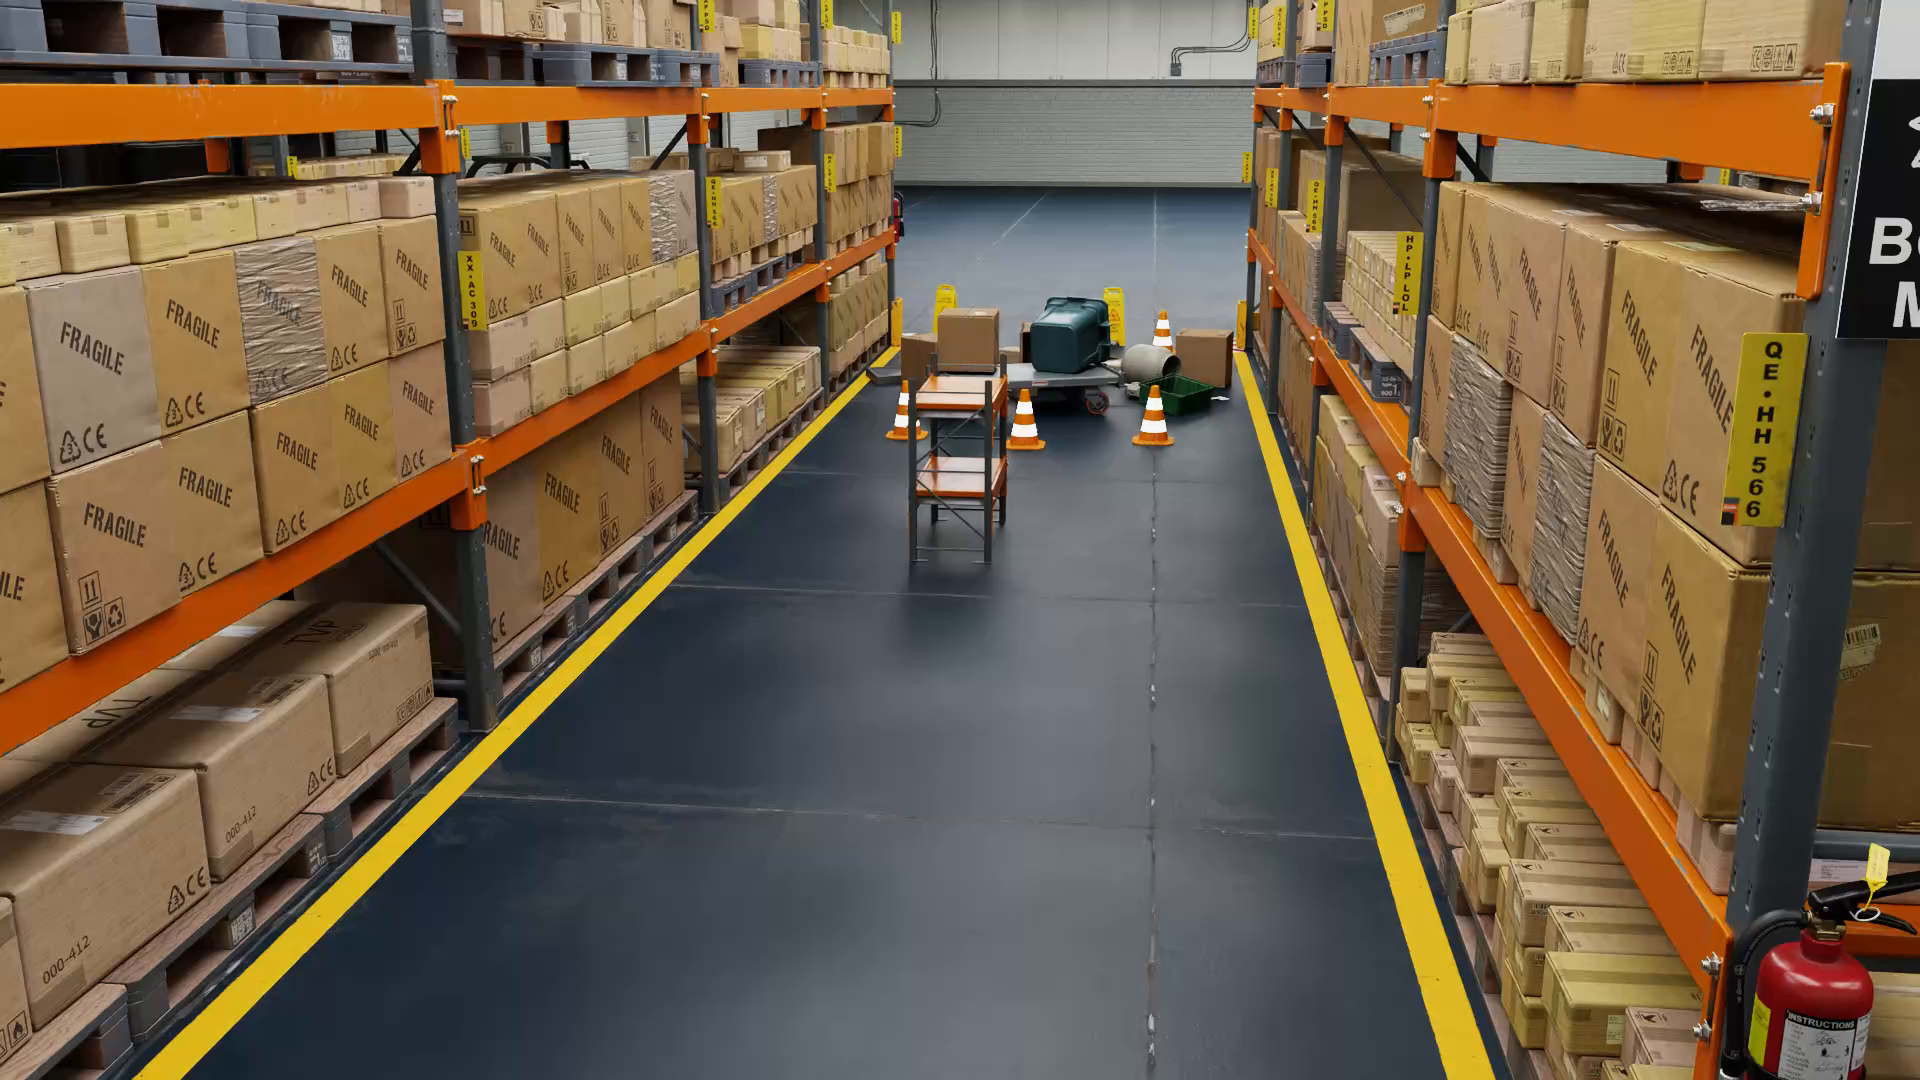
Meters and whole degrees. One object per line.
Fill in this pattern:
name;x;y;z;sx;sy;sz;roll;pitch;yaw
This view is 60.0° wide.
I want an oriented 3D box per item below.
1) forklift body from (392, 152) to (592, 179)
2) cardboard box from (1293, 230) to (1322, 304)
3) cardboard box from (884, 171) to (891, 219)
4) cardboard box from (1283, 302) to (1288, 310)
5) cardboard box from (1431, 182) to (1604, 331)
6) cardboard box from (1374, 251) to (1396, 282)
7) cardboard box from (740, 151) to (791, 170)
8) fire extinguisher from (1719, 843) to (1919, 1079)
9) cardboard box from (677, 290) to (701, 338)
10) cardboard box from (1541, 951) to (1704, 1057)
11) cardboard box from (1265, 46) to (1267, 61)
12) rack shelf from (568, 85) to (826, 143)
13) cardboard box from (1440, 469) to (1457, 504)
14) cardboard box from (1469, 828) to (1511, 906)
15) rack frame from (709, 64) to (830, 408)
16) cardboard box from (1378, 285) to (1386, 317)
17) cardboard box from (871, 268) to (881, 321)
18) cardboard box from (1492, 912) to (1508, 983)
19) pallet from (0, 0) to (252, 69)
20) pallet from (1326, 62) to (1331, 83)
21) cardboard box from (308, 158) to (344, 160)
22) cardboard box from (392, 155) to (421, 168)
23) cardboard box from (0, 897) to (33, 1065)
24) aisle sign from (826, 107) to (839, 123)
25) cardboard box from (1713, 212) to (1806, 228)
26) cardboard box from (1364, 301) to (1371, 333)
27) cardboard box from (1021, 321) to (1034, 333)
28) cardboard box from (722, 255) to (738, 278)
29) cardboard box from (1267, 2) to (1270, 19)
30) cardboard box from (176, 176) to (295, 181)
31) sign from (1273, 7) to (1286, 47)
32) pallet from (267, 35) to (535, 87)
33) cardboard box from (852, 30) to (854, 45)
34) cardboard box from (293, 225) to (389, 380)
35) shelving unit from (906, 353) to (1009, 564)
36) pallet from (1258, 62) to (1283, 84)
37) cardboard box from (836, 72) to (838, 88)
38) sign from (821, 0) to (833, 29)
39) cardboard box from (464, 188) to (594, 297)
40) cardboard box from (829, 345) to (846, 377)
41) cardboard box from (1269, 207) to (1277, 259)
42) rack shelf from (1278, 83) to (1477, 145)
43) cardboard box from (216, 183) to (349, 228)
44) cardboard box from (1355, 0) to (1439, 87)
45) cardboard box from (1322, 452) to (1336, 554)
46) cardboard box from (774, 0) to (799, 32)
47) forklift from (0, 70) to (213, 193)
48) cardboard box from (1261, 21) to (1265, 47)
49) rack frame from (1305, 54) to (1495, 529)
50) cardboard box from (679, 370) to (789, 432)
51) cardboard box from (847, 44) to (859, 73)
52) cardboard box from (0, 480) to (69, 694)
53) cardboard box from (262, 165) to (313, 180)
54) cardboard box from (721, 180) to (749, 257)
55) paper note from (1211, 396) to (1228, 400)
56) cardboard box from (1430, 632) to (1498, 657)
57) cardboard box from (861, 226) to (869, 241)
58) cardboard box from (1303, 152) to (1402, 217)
forklift body;-4.576;-2.907;17.292;2.313;2.155;1.214;2;15;6
cardboard box;2.683;-1.954;11.952;0.500;0.500;0.500;1;15;5
cardboard box;-1.030;-3.760;18.059;0.500;0.500;0.500;1;15;5
cardboard box;3.377;-1.898;15.201;0.875;0.875;0.875;2;15;7
cardboard box;2.041;-1.050;6.121;0.500;0.500;0.500;2;15;8
cardboard box;2.394;-1.436;8.763;0.380;0.149;0.250;2;15;8
cardboard box;-1.586;-3.082;13.504;0.380;0.149;0.250;1;15;5
fire extinguisher;1.395;0.821;2.740;0.296;0.674;0.183;2;15;6
cardboard box;-1.944;-1.431;10.494;0.500;0.250;0.500;1;15;4
cardboard box;1.679;1.160;4.145;0.380;0.149;0.250;1;15;5
cardboard box;3.188;-4.768;16.288;0.380;0.149;0.250;2;15;6
rack shelf;-1.919;-3.262;12.609;1.077;0.370;4.000;2;15;6
cardboard box;2.021;-0.231;6.250;0.380;0.149;0.250;2;15;8
cardboard box;1.812;1.029;5.196;0.380;0.149;0.250;2;15;7
rack frame;-1.693;-2.679;14.825;1.000;3.000;0.127;2;15;6
cardboard box;2.360;-1.224;8.549;0.380;0.149;0.250;2;15;8
cardboard box;-1.129;-2.603;17.570;0.500;0.500;0.500;2;15;8
cardboard box;1.810;1.245;4.969;0.380;0.149;0.250;2;15;7
pallet;-2.839;-1.482;4.821;1.003;0.211;1.213;2;15;6
pallet;2.928;-3.338;11.875;1.003;0.211;1.213;2;15;9
cardboard box;-6.628;-3.886;17.283;0.380;0.149;0.250;2;15;7
cardboard box;-6.005;-4.134;18.202;0.380;0.149;0.250;2;15;8
cardboard box;-3.072;1.293;4.238;0.875;0.438;0.875;1;15;4
aisle sign;-1.543;-4.997;18.415;0.394;0.787;0.004;2;15;6
cardboard box;2.382;-0.628;4.562;0.500;0.500;0.500;1;15;4
cardboard box;2.417;-1.215;9.086;0.380;0.149;0.250;2;15;8
cardboard box;1.075;-1.982;17.027;0.797;0.503;0.637;-10;18;-32
cardboard box;-1.781;-1.944;11.783;0.380;0.149;0.250;1;15;3
cardboard box;3.189;-5.153;16.184;0.380;0.149;0.250;2;15;6
cardboard box;-2.890;-1.374;6.649;0.380;0.149;0.250;1;15;5
sign;2.685;-4.312;13.972;0.100;0.325;0.005;2;15;6
pallet;-2.542;-2.199;7.670;0.805;0.209;1.217;1;15;4
cardboard box;-1.240;-4.869;16.129;0.380;0.149;0.250;2;15;7
cardboard box;-2.440;-0.874;6.039;0.500;0.500;0.500;1;15;5
shelving unit;-0.001;-0.541;10.509;0.538;1.125;1.048;2;15;6
pallet;3.614;-4.810;17.127;1.003;0.211;1.213;2;15;6
cardboard box;-1.344;-4.277;15.469;0.380;0.149;0.250;2;15;8
sign;-1.142;-4.552;14.257;0.100;0.325;0.005;2;15;6
cardboard box;-2.172;-1.504;8.370;0.500;0.500;0.500;1;15;5
cardboard box;-1.359;-1.700;15.665;0.500;0.250;0.500;1;15;4
cardboard box;3.306;-2.872;15.248;0.875;0.550;0.550;2;15;6
rack shelf;3.011;-3.142;12.167;1.077;0.370;4.000;2;15;6
cardboard box;-2.490;-1.230;6.114;0.380;0.149;0.250;2;15;6
cardboard box;2.356;-2.619;8.662;0.500;0.500;0.500;2;15;6
cardboard box;2.398;-0.212;9.684;0.500;0.500;0.500;2;15;7
cardboard box;-1.632;-4.345;13.763;0.500;0.250;0.500;2;15;8
forklift;-4.819;-1.198;9.477;1.130;2.935;3.031;2;15;6
cardboard box;3.322;-5.118;16.819;0.500;0.250;0.500;2;15;6
rack frame;2.785;-1.522;10.546;1.000;3.000;0.127;2;15;6
cardboard box;-1.905;-1.111;13.253;0.950;0.372;0.625;2;15;8
cardboard box;-1.253;-4.568;15.781;0.500;0.250;0.500;2;15;7
cardboard box;-2.679;0.136;4.219;0.500;0.500;0.500;1;15;5
cardboard box;-6.373;-3.475;15.762;0.380;0.149;0.250;2;15;7
cardboard box;-1.812;-2.282;11.789;0.500;0.500;0.500;2;15;9
paper note;2.412;-1.328;15.514;0.147;0.020;0.142;-10;18;-32
cardboard box;2.089;0.485;6.641;0.380;0.149;0.250;2;15;9
cardboard box;-1.147;-3.159;17.078;0.380;0.149;0.250;2;15;6
cardboard box;3.130;-2.828;13.269;0.700;0.500;0.500;1;15;5
